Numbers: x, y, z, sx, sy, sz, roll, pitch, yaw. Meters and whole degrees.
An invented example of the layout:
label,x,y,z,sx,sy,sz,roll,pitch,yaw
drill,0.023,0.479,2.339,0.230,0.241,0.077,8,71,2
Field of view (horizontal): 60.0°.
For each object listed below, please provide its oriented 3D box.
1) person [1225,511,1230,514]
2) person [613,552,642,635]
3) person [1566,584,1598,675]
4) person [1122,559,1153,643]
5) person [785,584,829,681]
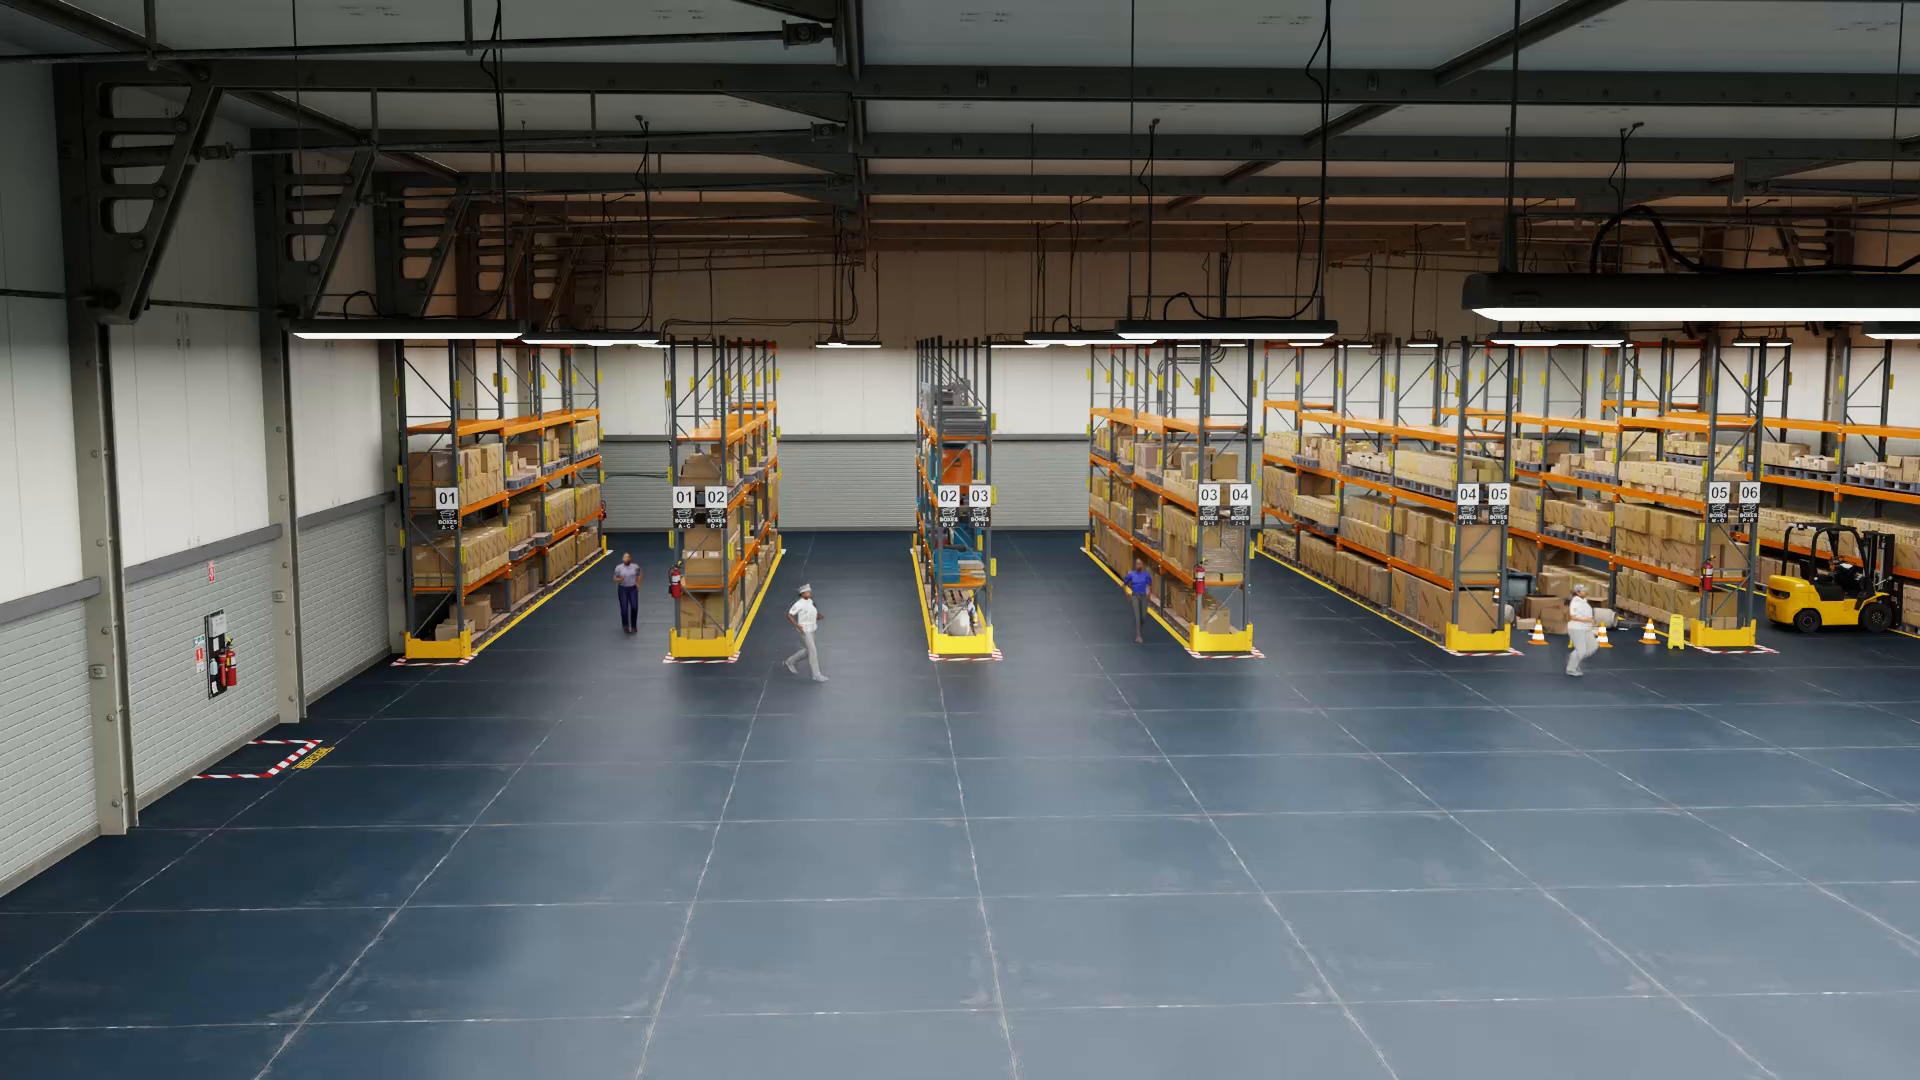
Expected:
label,x,y,z,sx,sy,sz,roll,pitch,yaw
person,7.700,-0.621,48.148,0.723,1.730,0.689,-6,9,-44
person,-6.731,1.080,33.740,0.582,1.668,0.673,-2,7,-14
person,10.994,1.583,29.317,0.550,1.624,0.594,6,9,41
person,3.521,1.178,32.937,0.607,1.631,0.776,-1,7,-5
person,-2.681,1.589,28.943,0.904,1.676,0.583,3,7,24
